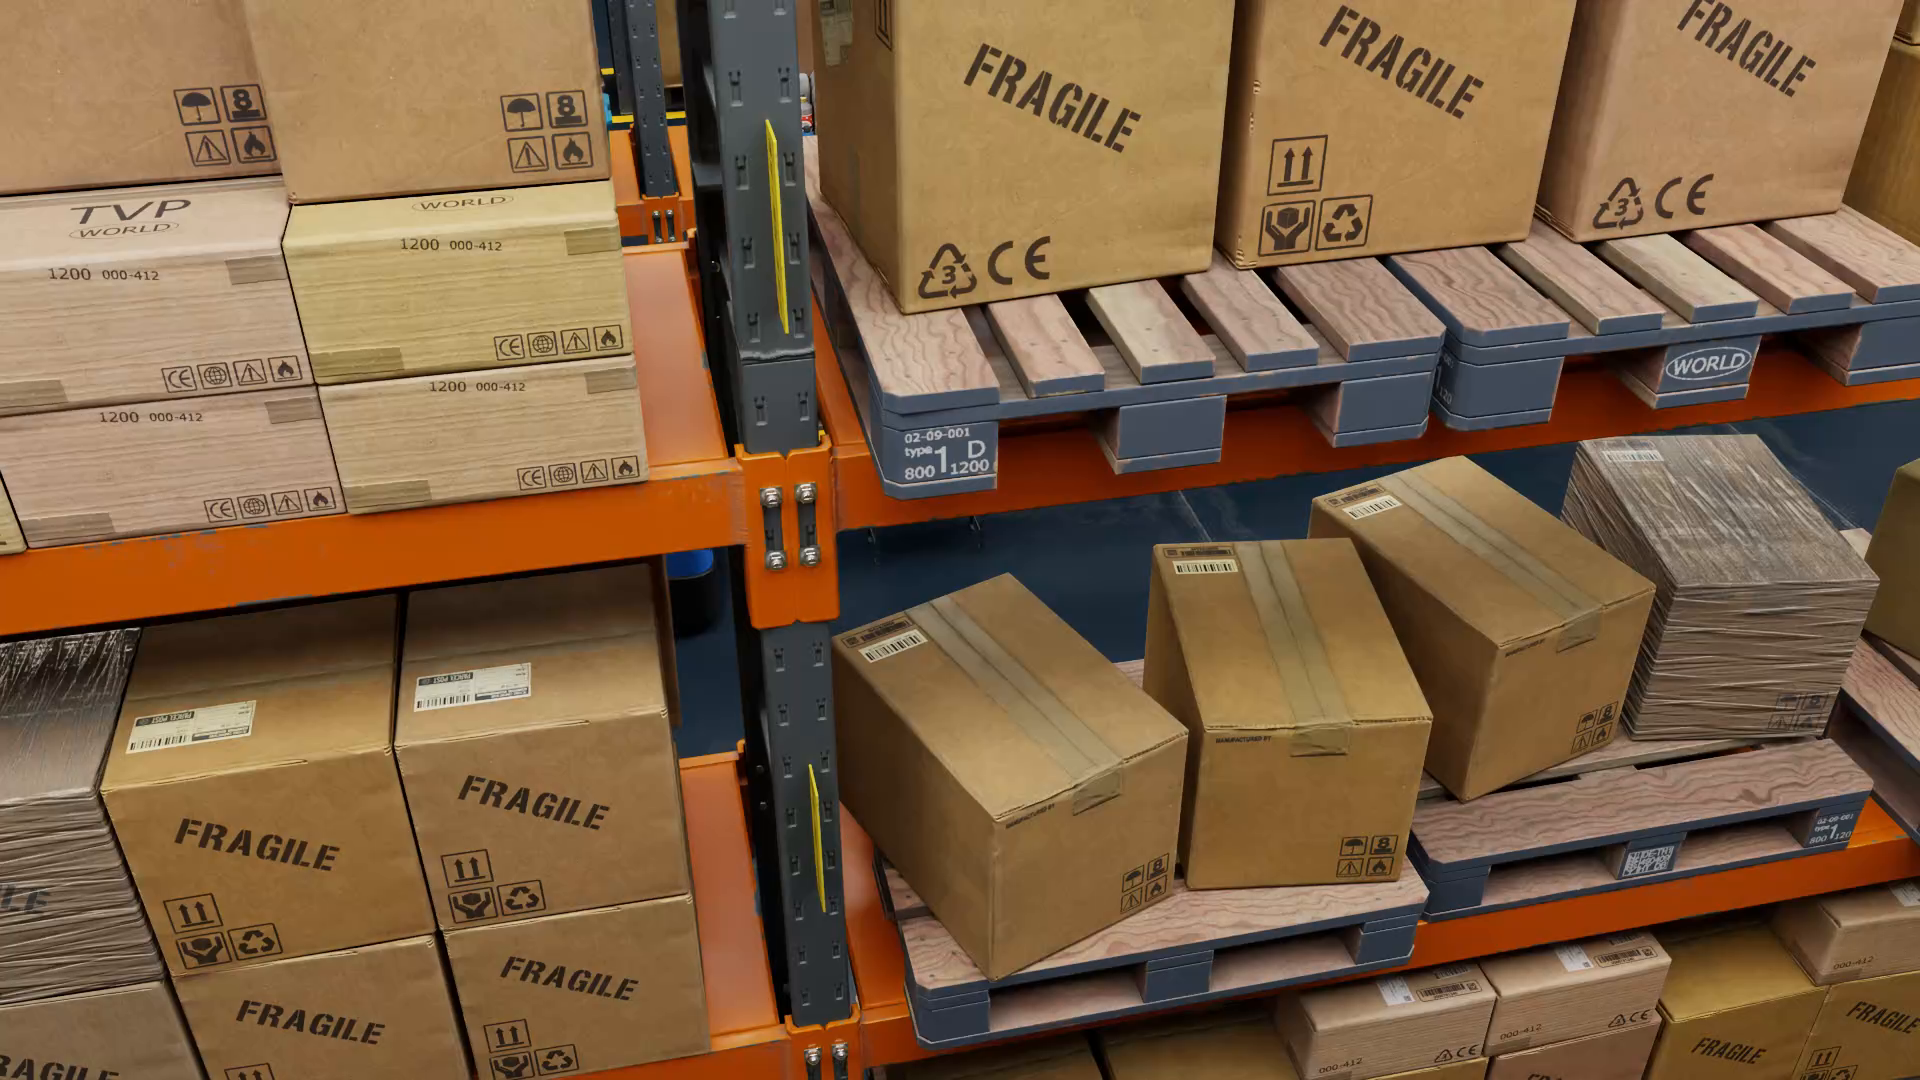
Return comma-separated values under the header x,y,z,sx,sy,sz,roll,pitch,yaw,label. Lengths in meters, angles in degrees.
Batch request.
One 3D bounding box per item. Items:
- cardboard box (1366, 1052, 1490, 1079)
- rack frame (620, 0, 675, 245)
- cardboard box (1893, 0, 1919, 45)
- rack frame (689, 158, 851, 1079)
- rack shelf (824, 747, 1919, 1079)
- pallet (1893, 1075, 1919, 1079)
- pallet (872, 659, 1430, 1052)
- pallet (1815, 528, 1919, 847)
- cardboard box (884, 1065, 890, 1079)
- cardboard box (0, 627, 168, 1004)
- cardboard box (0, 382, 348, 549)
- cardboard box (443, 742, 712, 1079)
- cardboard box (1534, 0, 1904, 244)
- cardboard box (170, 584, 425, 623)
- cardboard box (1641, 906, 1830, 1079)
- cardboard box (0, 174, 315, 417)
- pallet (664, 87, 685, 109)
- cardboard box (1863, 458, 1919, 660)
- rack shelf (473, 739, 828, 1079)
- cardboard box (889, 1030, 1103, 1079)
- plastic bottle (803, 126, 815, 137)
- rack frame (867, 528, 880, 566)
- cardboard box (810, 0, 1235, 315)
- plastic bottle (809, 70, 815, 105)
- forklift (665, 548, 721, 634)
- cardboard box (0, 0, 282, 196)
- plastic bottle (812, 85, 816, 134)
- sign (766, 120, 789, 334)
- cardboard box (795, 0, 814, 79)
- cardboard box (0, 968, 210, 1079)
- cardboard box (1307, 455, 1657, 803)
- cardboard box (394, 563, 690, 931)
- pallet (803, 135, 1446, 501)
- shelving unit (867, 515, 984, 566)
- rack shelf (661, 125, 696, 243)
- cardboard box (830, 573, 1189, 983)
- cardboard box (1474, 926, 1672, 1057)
x,y,z,sx,sy,sz,roll,pitch,yaw,label
1.115,1.472,4.714,0.500,0.500,0.500,-7,34,-10,cardboard box
-1.506,-2.020,8.069,0.127,3.000,1.000,-7,35,-11,rack frame
2.062,-1.346,3.385,0.500,0.500,0.500,-7,35,-11,cardboard box
-0.417,0.672,4.056,0.127,3.000,1.000,-7,35,-11,rack frame
1.533,0.725,4.623,4.000,0.370,1.077,-7,35,-11,rack shelf
2.747,1.410,5.460,1.213,0.211,1.003,-7,35,-11,pallet
0.386,0.713,4.168,1.213,0.211,1.003,-7,35,-11,pallet
2.838,0.382,4.661,1.003,0.211,1.213,-7,35,-11,pallet
0.001,1.311,4.953,0.500,0.500,0.500,-7,35,-11,cardboard box
-1.844,0.545,3.259,0.500,0.500,0.500,-7,34,-10,cardboard box
-1.323,-0.251,2.875,0.500,0.250,0.500,-7,35,-11,cardboard box
-0.848,0.832,3.729,0.500,0.500,0.500,-7,34,-10,cardboard box
1.391,-1.018,3.327,0.600,0.600,0.600,-9,35,-12,cardboard box
-1.442,0.184,3.796,0.500,0.500,0.500,-8,35,-12,cardboard box
2.119,1.342,4.907,0.500,0.500,0.500,-8,35,-12,cardboard box
-1.320,-0.452,2.725,0.500,0.250,0.500,-7,35,-11,cardboard box
-1.863,-3.690,13.059,1.213,0.211,1.003,-7,35,-11,pallet
2.895,0.103,4.437,0.500,0.500,0.700,-19,38,-26,cardboard box
-2.368,1.217,3.890,4.000,0.370,1.077,-7,35,-11,rack shelf
0.108,1.601,4.521,0.500,0.500,0.500,-9,35,-13,cardboard box
-0.721,-1.833,7.904,0.097,0.271,0.097,0,34,0,plastic bottle
-0.399,-0.448,7.341,0.015,1.200,0.240,-7,35,-11,rack frame
0.090,-0.853,3.080,0.600,0.600,0.600,-10,35,-15,cardboard box
-0.682,-2.291,8.516,0.185,0.351,0.144,-7,35,-11,plastic bottle
-2.601,-0.941,6.523,3.031,2.935,1.130,-6,34,-9,forklift
-1.402,-0.965,2.817,0.500,0.500,0.700,-7,35,-11,cardboard box
-0.650,-2.212,8.399,0.185,0.351,0.144,-7,35,-11,plastic bottle
-0.290,-0.494,2.638,0.005,0.325,0.100,-7,35,-11,sign
-1.108,-4.204,12.853,0.875,0.875,1.225,-8,35,-12,cardboard box
-1.851,0.960,3.537,0.500,0.500,0.500,-6,34,-9,cardboard box
1.292,0.206,4.285,0.500,0.500,0.700,-16,37,-22,cardboard box
-0.853,0.418,3.447,0.500,0.500,0.500,-7,34,-10,cardboard box
0.234,-0.537,3.335,1.003,0.211,1.213,-7,35,-11,pallet
-0.161,-0.478,7.385,0.503,1.200,0.258,-7,35,-11,shelving unit
0.444,-1.967,8.635,4.000,0.370,1.077,-7,35,-11,rack shelf
0.094,0.520,3.817,0.500,0.500,0.700,-19,38,-26,cardboard box
1.573,1.104,4.588,0.500,0.250,0.500,-8,35,-11,cardboard box
